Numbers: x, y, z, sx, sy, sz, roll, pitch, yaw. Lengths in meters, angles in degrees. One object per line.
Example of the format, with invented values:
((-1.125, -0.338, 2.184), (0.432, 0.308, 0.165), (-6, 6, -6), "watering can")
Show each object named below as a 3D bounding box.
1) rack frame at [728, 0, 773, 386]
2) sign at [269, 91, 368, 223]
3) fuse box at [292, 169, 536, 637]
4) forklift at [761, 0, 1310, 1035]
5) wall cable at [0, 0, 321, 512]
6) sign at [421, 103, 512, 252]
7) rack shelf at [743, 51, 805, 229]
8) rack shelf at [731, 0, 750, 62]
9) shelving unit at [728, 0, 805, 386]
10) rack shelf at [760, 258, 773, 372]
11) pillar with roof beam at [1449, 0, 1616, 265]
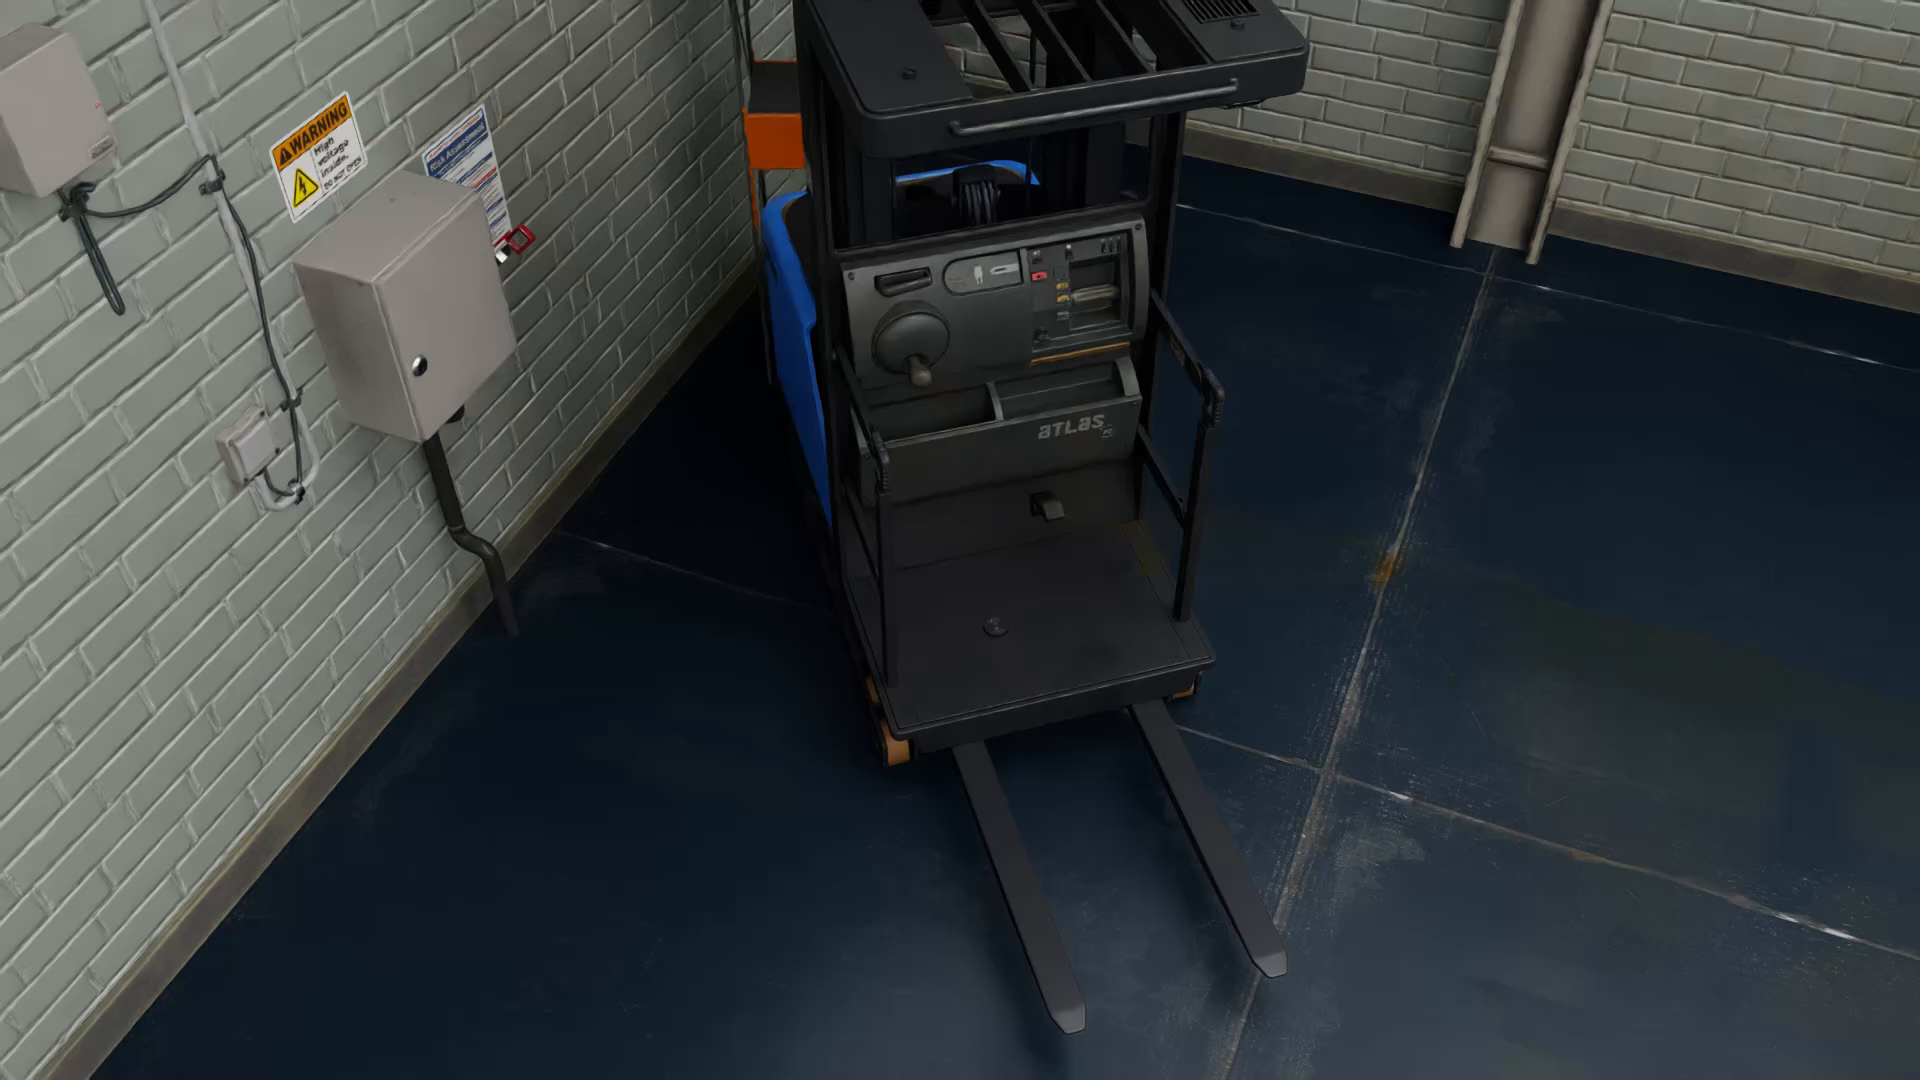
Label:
((-0.787, -1.523, 6.292), (0.015, 2.100, 0.400), (0, 45, 0), "rack frame")
((-1.772, -1.061, 4.605), (0.001, 0.242, 0.339), (16, 47, 16), "sign")
((-1.559, -0.292, 5.330), (0.414, 1.711, 0.539), (16, 47, 16), "fuse box")
((0.179, -0.613, 4.788), (1.130, 2.935, 3.031), (-12, 46, -12), "forklift")
((-1.967, -0.707, 4.114), (0.122, 1.984, 0.588), (16, 47, 16), "wall cable")
((-1.560, -1.093, 5.289), (0.001, 0.494, 0.329), (16, 47, 16), "sign")
((-0.543, -1.515, 6.303), (0.480, 0.518, 0.431), (0, 45, 0), "rack shelf")
((-0.543, -2.011, 5.809), (0.480, 0.518, 0.431), (0, 45, 0), "rack shelf")
((-0.543, -1.525, 6.293), (0.503, 2.100, 0.431), (0, 45, 0), "shelving unit")
((-0.542, -1.019, 6.797), (0.480, 0.518, 0.431), (0, 45, 0), "rack shelf")
((0.819, -1.780, 1.659), (0.400, 9.000, 9.100), (16, 47, 16), "pillar with roof beam")
